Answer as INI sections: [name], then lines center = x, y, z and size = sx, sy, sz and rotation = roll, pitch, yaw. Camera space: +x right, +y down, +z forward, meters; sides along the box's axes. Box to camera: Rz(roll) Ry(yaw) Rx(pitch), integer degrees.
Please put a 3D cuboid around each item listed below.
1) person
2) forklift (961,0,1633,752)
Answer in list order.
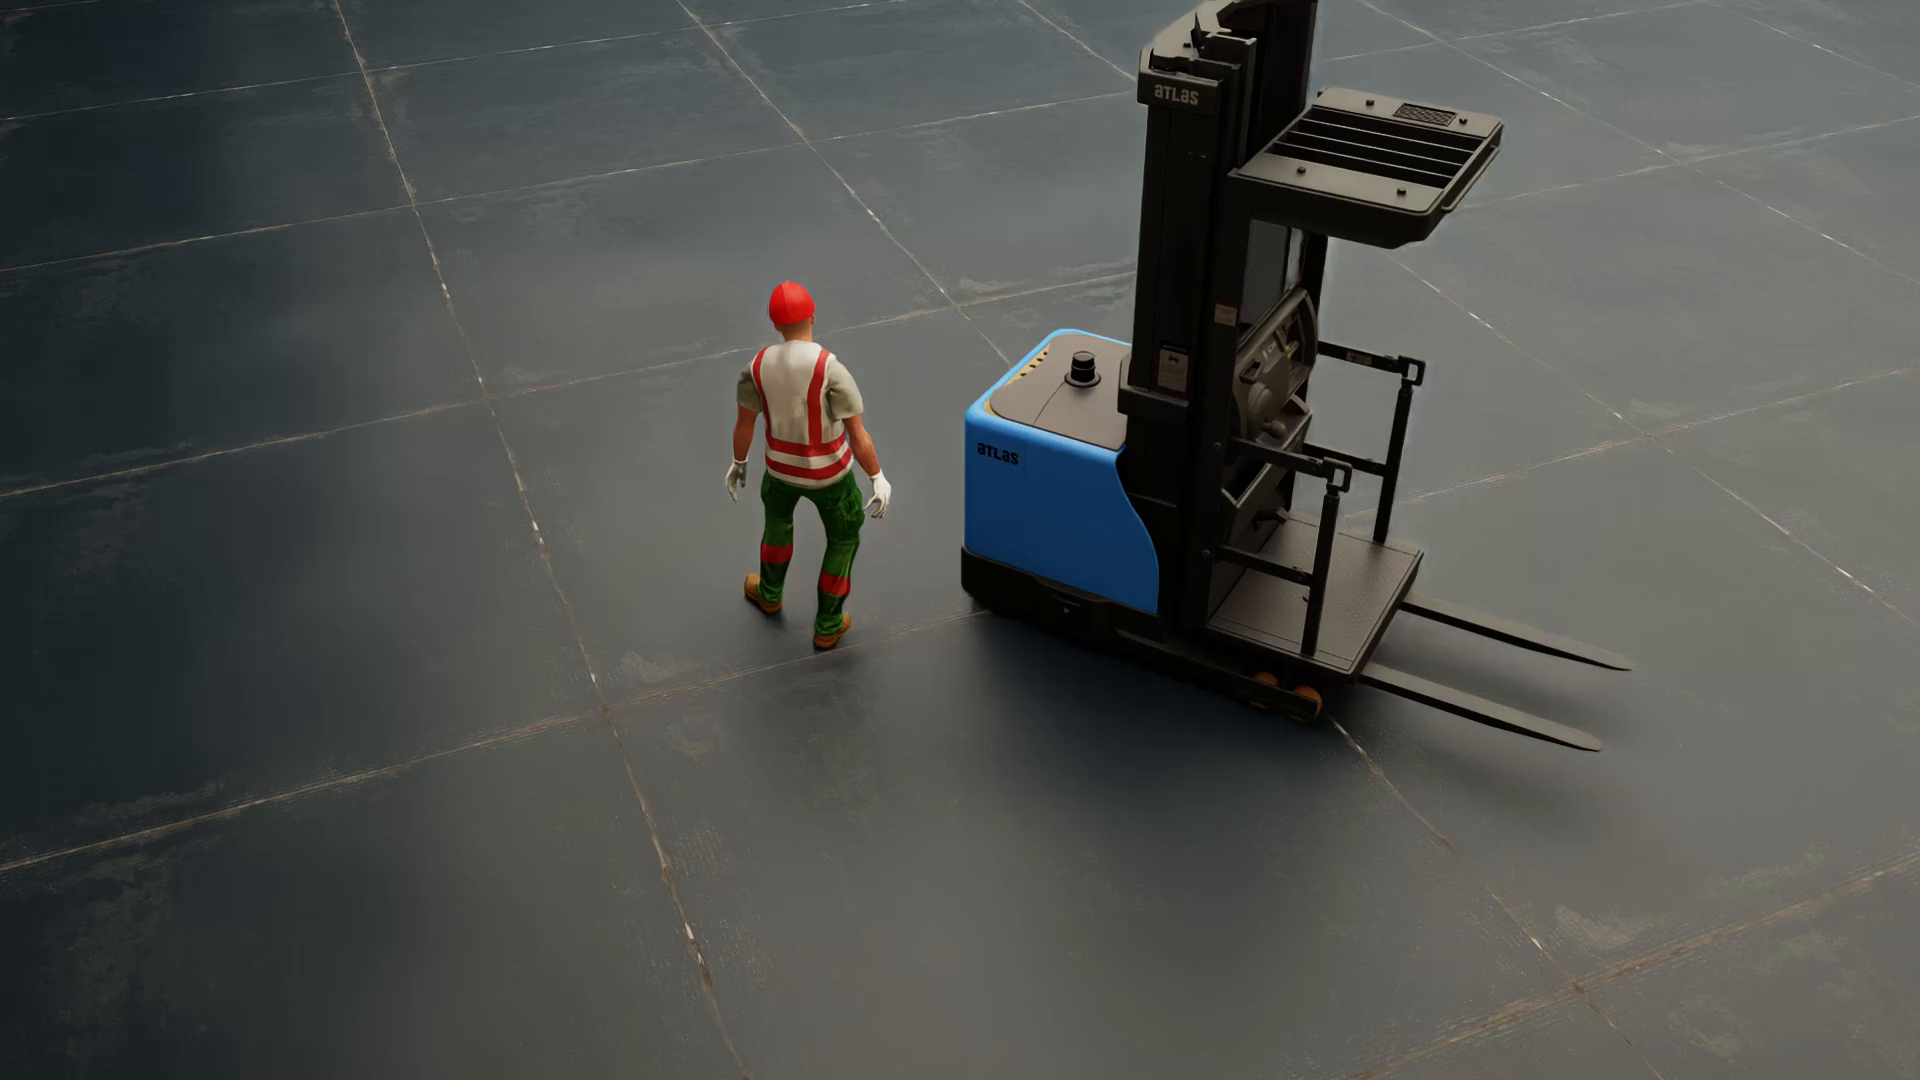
[person]
center = -0.692, -0.331, 7.626
size = 0.887, 1.750, 0.464
rotation = 15, 38, 20
[forklift]
center = 1.543, -0.727, 7.121
size = 3.031, 2.935, 1.130
rotation = 18, 39, 24
